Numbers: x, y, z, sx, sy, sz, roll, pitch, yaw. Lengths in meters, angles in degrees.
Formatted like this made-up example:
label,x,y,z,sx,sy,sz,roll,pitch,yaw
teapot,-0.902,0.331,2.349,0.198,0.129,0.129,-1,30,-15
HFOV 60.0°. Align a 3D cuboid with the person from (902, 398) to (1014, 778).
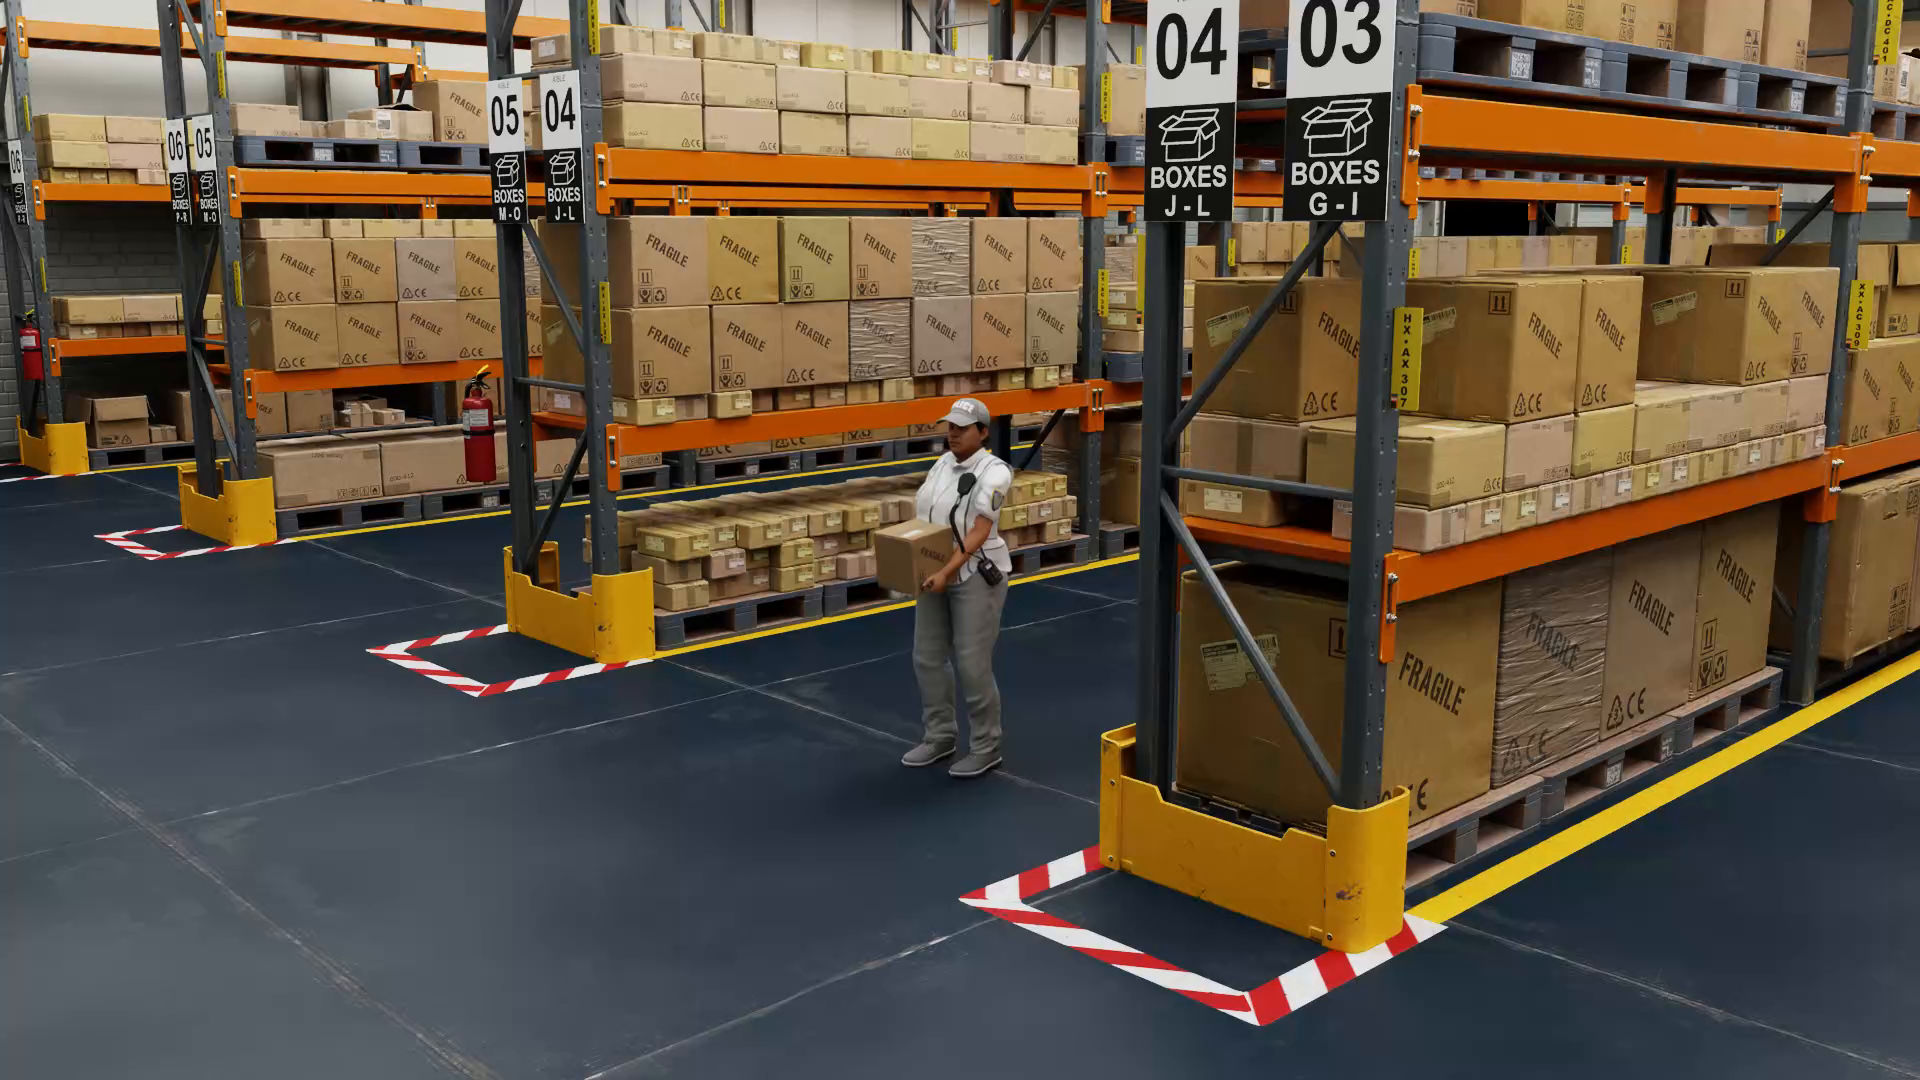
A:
label,x,y,z,sx,sy,sz,roll,pitch,yaw
person,-0.046,0.206,7.349,0.543,1.660,0.453,-10,14,-42
